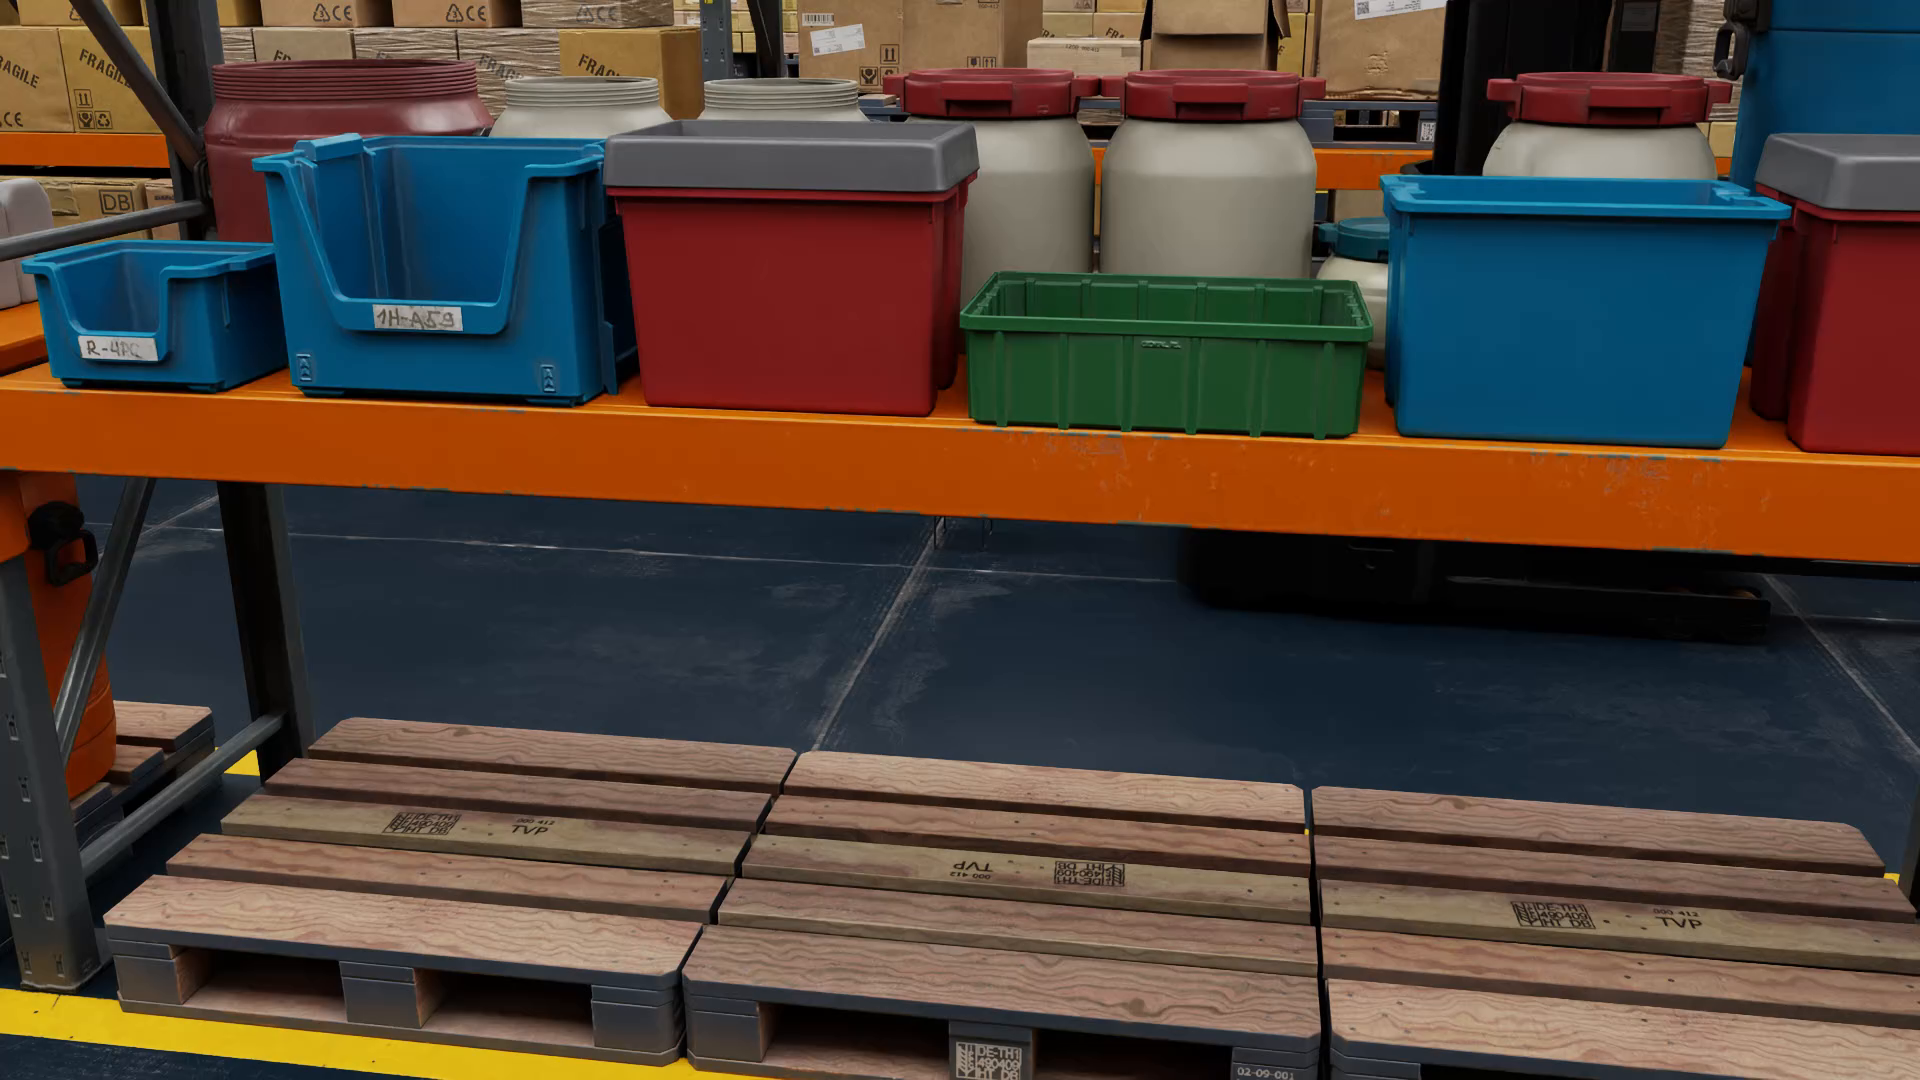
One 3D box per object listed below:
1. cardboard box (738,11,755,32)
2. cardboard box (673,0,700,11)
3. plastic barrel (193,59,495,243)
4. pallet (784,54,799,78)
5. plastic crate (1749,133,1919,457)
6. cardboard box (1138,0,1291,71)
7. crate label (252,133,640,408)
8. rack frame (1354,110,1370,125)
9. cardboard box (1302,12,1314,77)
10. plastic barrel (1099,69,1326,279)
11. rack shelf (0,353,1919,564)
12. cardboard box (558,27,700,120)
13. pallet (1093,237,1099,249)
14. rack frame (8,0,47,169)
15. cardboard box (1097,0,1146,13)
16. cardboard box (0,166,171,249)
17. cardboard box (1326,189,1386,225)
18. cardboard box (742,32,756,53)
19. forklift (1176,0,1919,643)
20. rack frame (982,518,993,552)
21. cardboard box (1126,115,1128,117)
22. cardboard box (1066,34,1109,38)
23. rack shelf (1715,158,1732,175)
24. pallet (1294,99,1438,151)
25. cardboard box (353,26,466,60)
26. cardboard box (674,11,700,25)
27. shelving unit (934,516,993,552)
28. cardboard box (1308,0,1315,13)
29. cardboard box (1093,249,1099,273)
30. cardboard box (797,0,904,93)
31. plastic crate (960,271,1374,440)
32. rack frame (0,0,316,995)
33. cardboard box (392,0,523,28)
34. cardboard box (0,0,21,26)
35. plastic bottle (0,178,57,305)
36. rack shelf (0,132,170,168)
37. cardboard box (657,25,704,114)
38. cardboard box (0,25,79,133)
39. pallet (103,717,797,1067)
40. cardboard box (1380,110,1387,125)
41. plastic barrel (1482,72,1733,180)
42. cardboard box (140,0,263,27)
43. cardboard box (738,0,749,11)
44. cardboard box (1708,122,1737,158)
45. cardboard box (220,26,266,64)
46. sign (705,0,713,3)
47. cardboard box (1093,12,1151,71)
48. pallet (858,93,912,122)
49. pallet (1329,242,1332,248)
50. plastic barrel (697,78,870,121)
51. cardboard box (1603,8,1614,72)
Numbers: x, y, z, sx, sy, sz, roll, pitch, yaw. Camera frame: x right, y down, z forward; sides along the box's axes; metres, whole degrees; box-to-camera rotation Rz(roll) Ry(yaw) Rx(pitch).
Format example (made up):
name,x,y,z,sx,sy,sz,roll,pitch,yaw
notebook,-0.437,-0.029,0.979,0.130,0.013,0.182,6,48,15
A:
name,x,y,z,sx,sy,sz,roll,pitch,yaw
cardboard box,-1.485,-3.875,12.423,0.250,0.149,0.380,3,19,9
cardboard box,-1.987,-4.043,12.455,0.250,0.149,0.380,4,19,11
plastic barrel,-1.320,-0.769,3.661,0.708,0.536,0.600,3,19,9
pallet,-0.874,-3.645,12.773,1.003,0.211,1.213,3,19,9
plastic crate,1.597,-0.391,2.643,0.583,0.464,0.402,3,19,9
cardboard box,1.183,-2.290,7.596,0.637,0.503,0.797,5,19,14
crate label,-0.888,-0.515,3.060,0.616,0.435,0.502,3,19,9
rack frame,5.265,-6.644,21.431,0.127,3.000,1.000,3,19,9
cardboard box,2.739,-3.548,12.022,0.500,0.500,0.500,3,19,8
plastic barrel,0.489,-0.650,3.305,0.433,0.535,0.433,0,18,0
rack shelf,0.149,-0.191,3.282,4.000,0.370,1.077,3,19,9
cardboard box,-1.567,-2.180,7.932,0.500,0.500,0.500,4,19,10
pallet,0.613,-2.348,12.988,1.213,0.211,1.003,3,19,9
rack frame,-4.990,-2.386,8.708,0.127,3.000,1.000,3,19,9
cardboard box,1.294,-4.179,12.334,0.500,0.500,0.700,3,19,8
cardboard box,-4.355,-1.552,8.901,0.875,0.875,1.225,3,19,9
cardboard box,3.168,-2.668,12.433,0.750,0.750,1.050,3,19,8
cardboard box,-1.458,-3.734,12.470,0.250,0.149,0.380,3,19,8
forklift,2.306,-1.243,5.399,3.031,2.935,1.130,3,19,10
rack frame,0.105,-0.564,6.097,0.006,1.200,0.240,3,19,9
cardboard box,2.575,-5.852,22.146,0.625,0.625,0.875,4,19,10
cardboard box,0.649,-2.321,8.063,0.258,0.266,0.396,2,19,7
rack shelf,4.884,-1.542,7.318,4.000,0.370,1.077,3,19,9
pallet,2.177,-1.977,7.786,1.213,0.211,1.003,3,19,9
cardboard box,-2.571,-2.232,8.088,0.500,0.500,0.500,2,19,7
cardboard box,-1.988,-3.901,12.501,0.250,0.149,0.380,3,19,10
shelving unit,0.014,-0.568,6.111,0.189,1.200,0.258,3,19,9
cardboard box,2.796,-4.102,12.103,0.500,0.500,0.700,3,19,8
cardboard box,0.735,-1.130,8.200,0.500,0.500,0.700,5,19,13
cardboard box,-0.501,-2.417,7.980,0.500,0.500,0.500,1,19,2
plastic crate,0.359,-0.331,2.898,0.662,0.188,0.450,3,19,9
rack frame,-1.826,-0.633,3.468,0.127,3.000,1.000,3,19,9
cardboard box,-2.403,-2.784,8.157,0.637,0.503,0.797,3,19,10
cardboard box,-5.422,-2.916,8.877,0.500,0.500,0.500,3,19,9
plastic bottle,-2.202,-0.697,3.856,0.135,0.276,0.152,3,19,9
rack shelf,-3.015,-1.944,8.521,4.000,0.370,1.077,3,19,9
cardboard box,-1.477,-2.342,8.418,0.500,0.500,0.500,3,19,10
cardboard box,-4.575,-2.332,8.389,0.500,0.500,0.500,3,19,9
pallet,-1.067,0.740,3.758,1.213,0.211,1.003,3,19,9
cardboard box,5.690,-5.411,21.418,0.500,0.250,0.500,3,19,9
plastic barrel,1.214,-0.613,3.194,0.433,0.535,0.433,0,18,0
cardboard box,-3.682,-2.842,8.330,0.637,0.503,0.797,3,19,9
cardboard box,-1.481,-4.016,12.374,0.250,0.149,0.380,3,19,10
cardboard box,3.318,-1.743,7.180,0.250,0.149,0.380,3,19,9
cardboard box,-3.585,-2.282,8.238,0.500,0.500,0.500,2,19,7
sign,-1.125,-2.560,7.402,0.005,0.325,0.100,3,19,9
cardboard box,1.247,-3.624,12.249,0.500,0.500,0.500,3,19,9
pallet,-0.320,-2.092,8.129,1.003,0.211,1.213,3,19,9
pallet,3.022,-2.225,12.621,1.213,0.211,1.003,3,19,9
plastic barrel,-0.361,-0.680,3.433,0.421,0.512,0.421,0,18,0
cardboard box,4.708,-3.568,12.004,0.550,0.550,0.875,3,19,9
